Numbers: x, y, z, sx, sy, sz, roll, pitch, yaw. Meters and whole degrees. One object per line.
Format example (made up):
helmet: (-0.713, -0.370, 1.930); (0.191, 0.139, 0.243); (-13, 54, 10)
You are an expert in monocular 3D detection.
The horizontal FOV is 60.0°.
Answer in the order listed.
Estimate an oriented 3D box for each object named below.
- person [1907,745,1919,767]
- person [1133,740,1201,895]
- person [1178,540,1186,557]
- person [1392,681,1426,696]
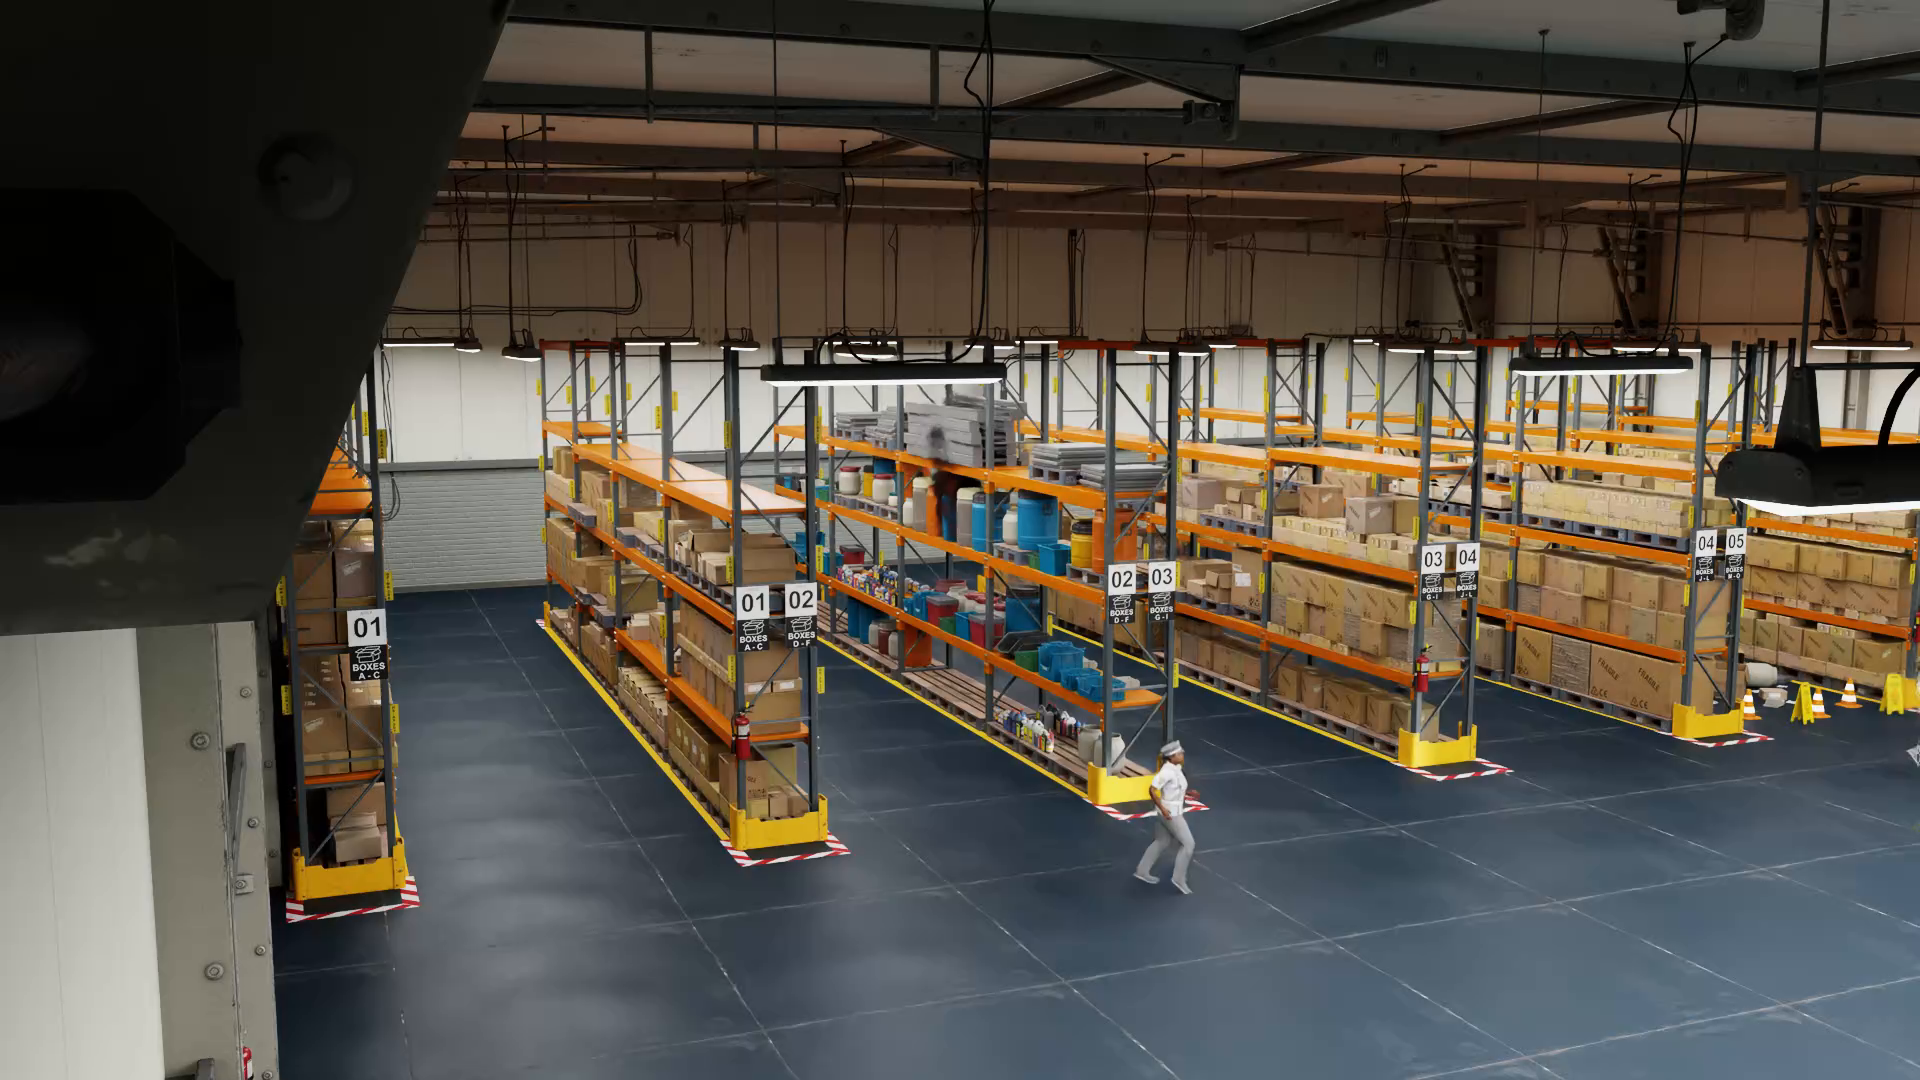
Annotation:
person: (13.784, 2.480, 23.209); (0.837, 1.670, 0.643); (4, 8, 27)
person: (2.319, 3.092, 18.612); (0.735, 1.761, 0.554); (1, 7, 7)
person: (5.510, 0.141, 41.435); (0.688, 1.638, 0.609); (-5, 9, -32)
person: (7.778, 1.839, 28.561); (0.581, 1.669, 0.734); (-4, 8, -27)
